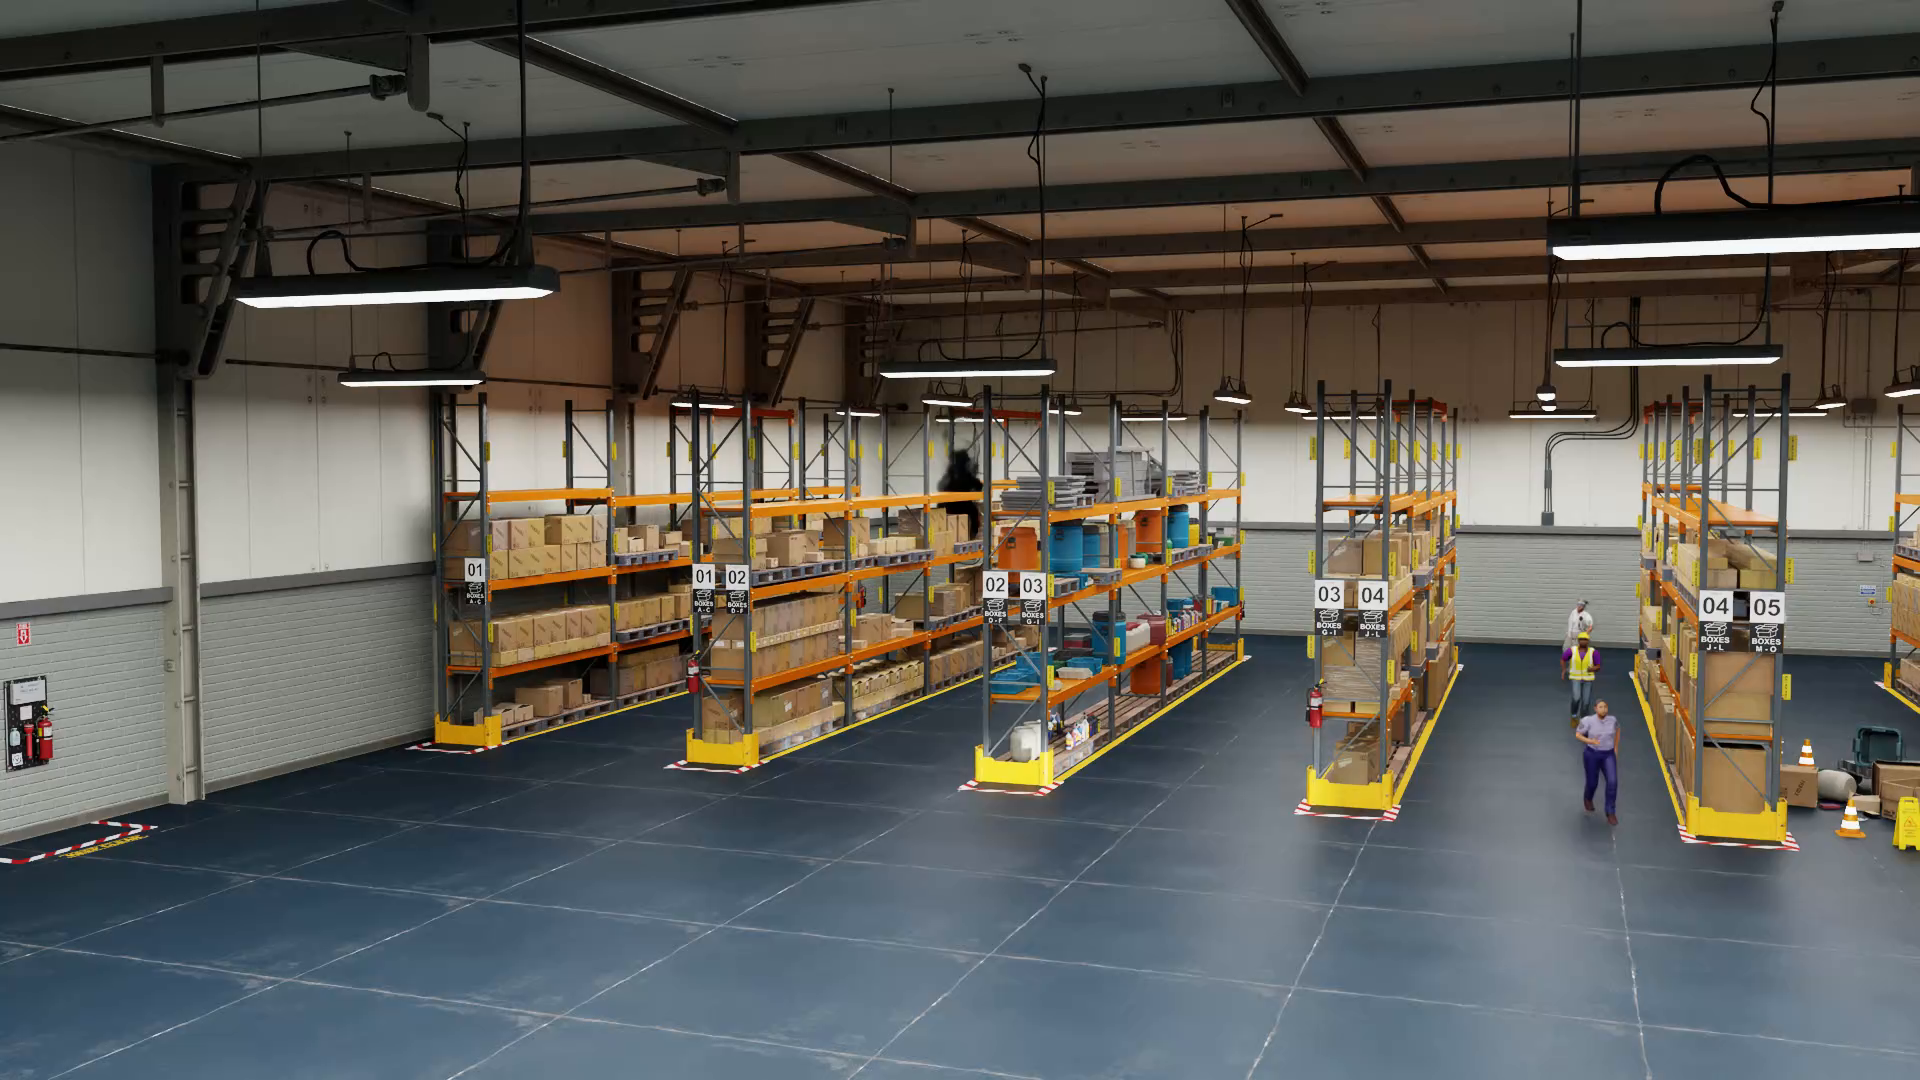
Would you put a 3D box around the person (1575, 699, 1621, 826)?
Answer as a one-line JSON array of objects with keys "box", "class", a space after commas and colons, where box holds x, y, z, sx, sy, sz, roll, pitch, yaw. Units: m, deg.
[{"box": [8.706, 2.981, 22.660, 0.636, 1.669, 0.902, 0, 3, 7], "class": "person"}]

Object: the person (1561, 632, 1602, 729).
[{"box": [11.174, 2.526, 29.898, 0.676, 1.742, 0.673, 1, 3, 15], "class": "person"}]

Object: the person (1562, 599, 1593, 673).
[{"box": [13.876, 2.159, 37.338, 0.570, 1.712, 0.741, -2, 4, -36], "class": "person"}]
